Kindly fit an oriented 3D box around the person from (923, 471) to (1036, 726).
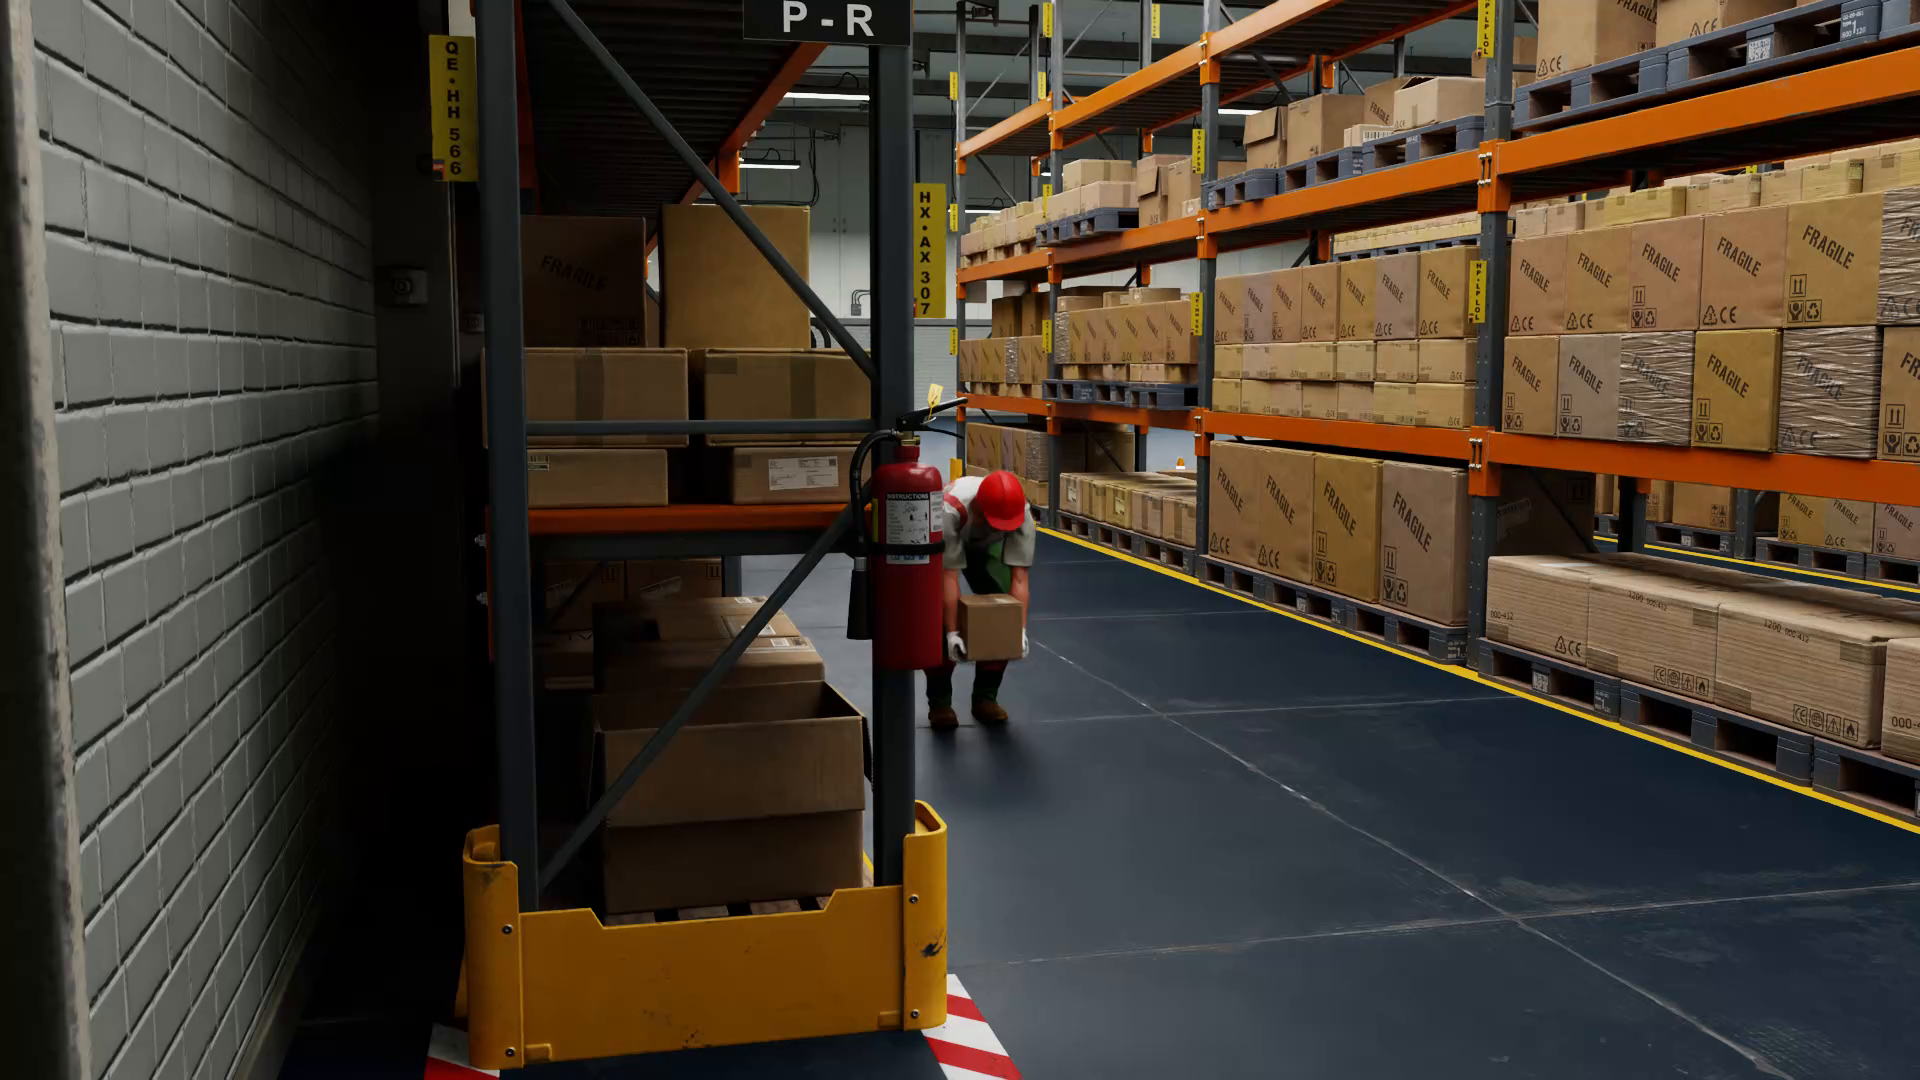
[{"bbox_3d":[0.072,0.264,7.544,0.508,1.204,0.940,-2,6,-16],"label":"person"}]
